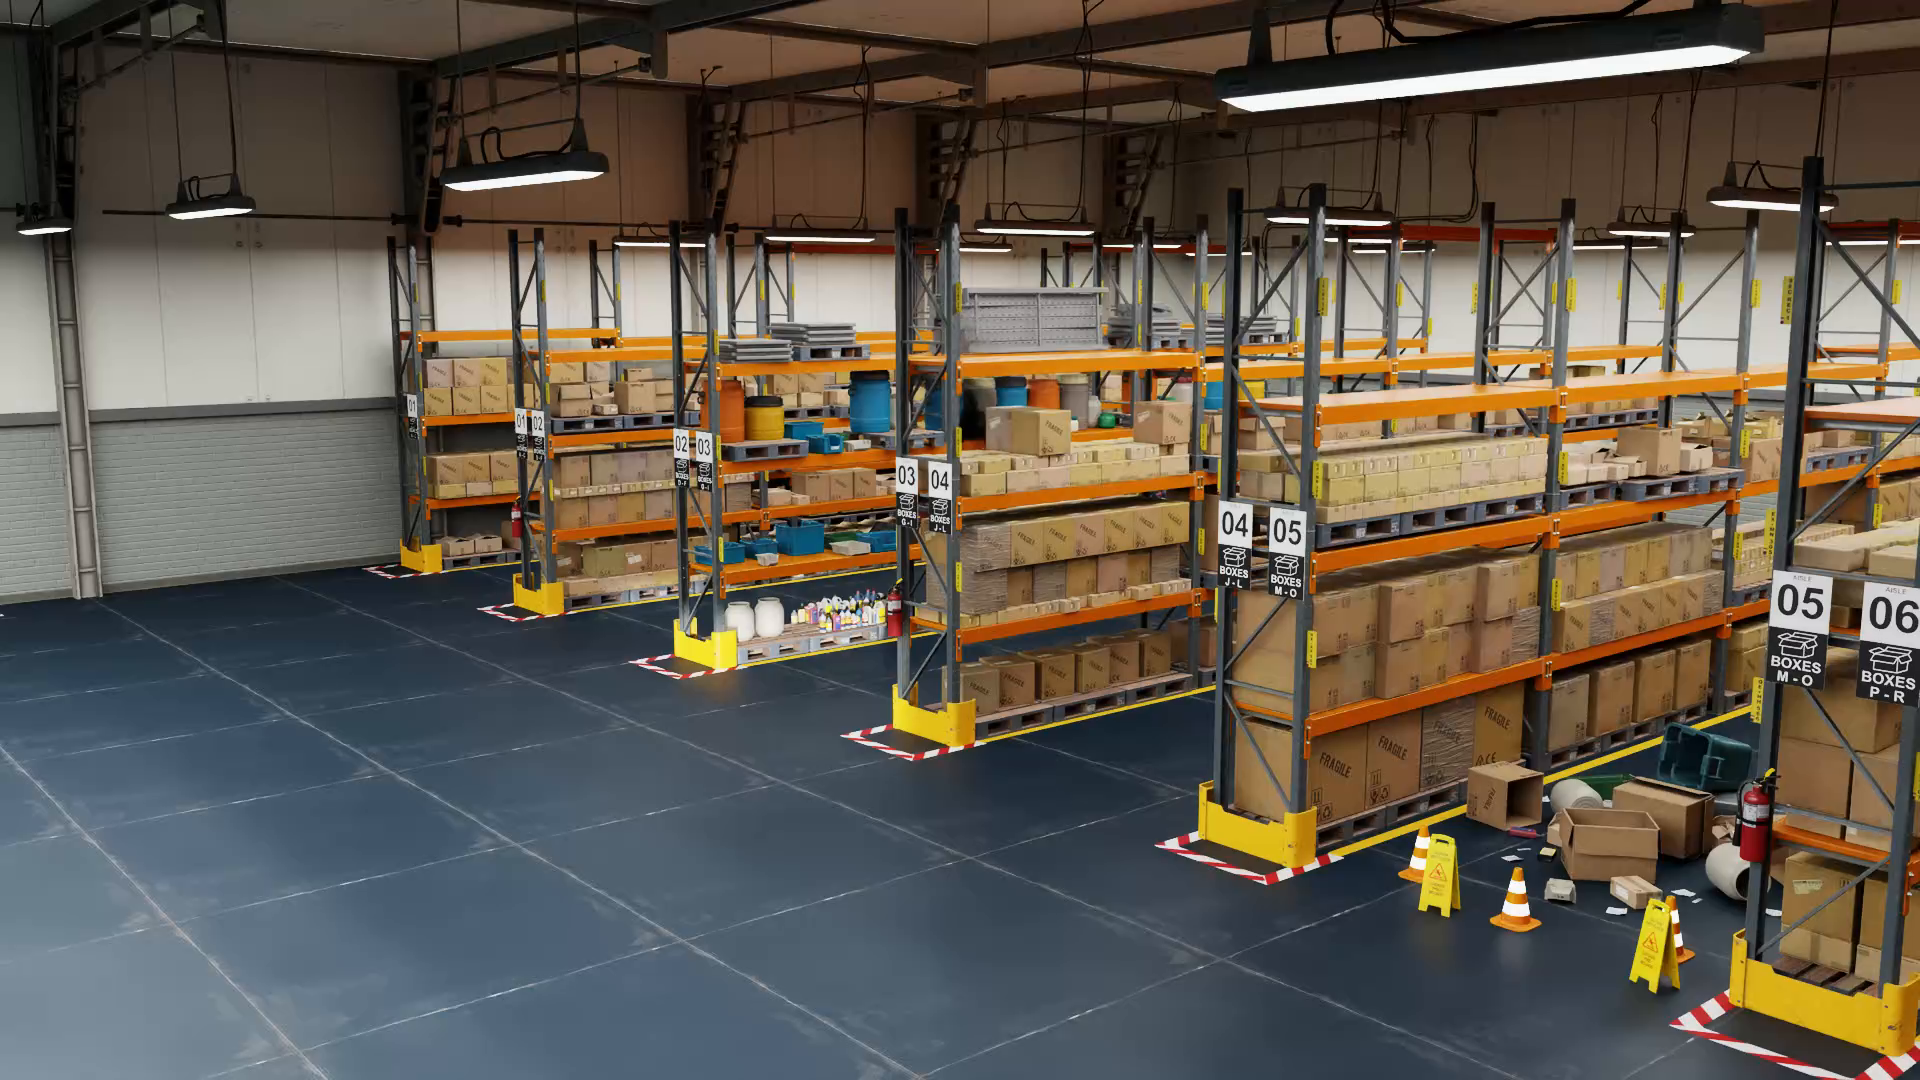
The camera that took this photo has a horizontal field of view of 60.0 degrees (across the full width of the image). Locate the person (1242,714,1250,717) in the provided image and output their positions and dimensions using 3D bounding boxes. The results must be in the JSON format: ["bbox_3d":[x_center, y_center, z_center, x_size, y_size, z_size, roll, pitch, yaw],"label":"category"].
[{"bbox_3d":[3.319,1.624,17.916,0.647,1.625,0.599,-9,12,-44],"label":"person"}]
